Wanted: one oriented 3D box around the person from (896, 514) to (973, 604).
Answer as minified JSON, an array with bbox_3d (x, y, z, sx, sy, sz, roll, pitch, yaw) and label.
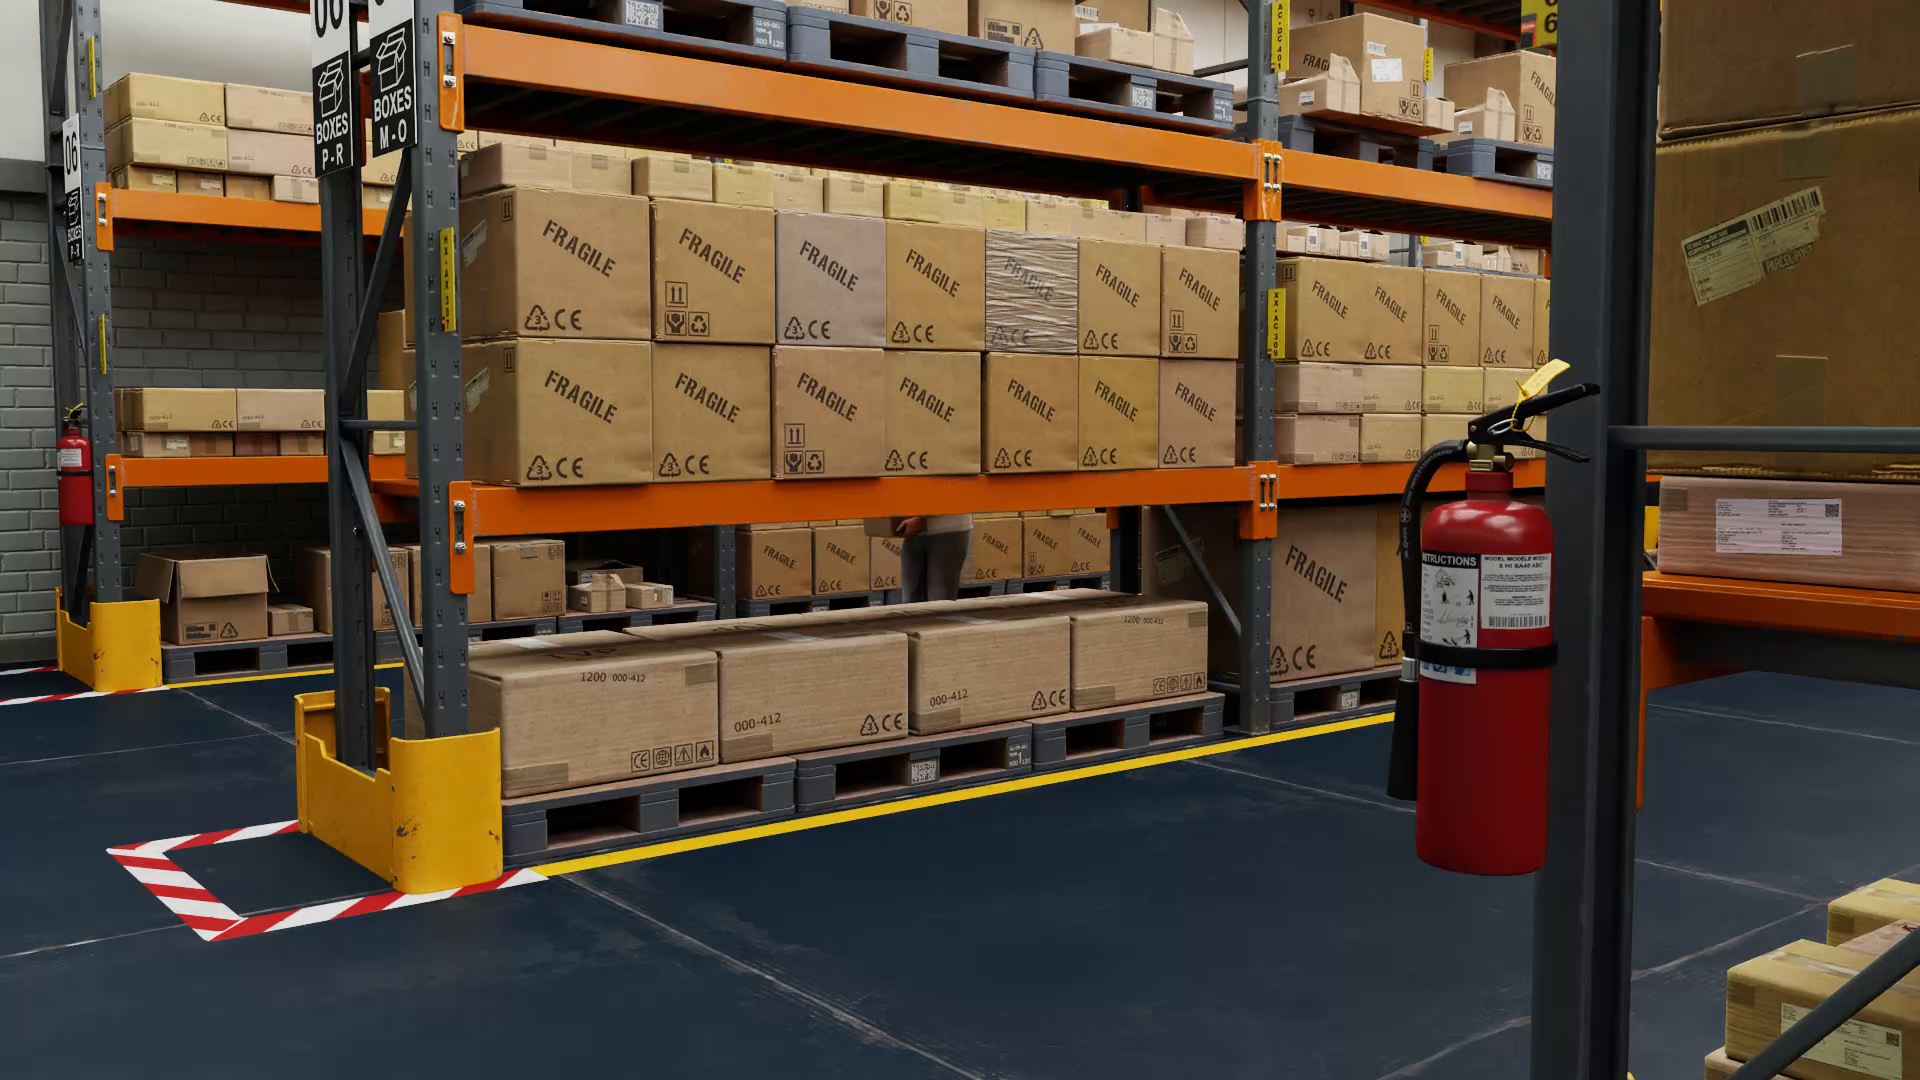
[{"bbox_3d":[-0.200,-0.026,9.222,0.556,1.762,0.494,-3,5,-39],"label":"person"}]
